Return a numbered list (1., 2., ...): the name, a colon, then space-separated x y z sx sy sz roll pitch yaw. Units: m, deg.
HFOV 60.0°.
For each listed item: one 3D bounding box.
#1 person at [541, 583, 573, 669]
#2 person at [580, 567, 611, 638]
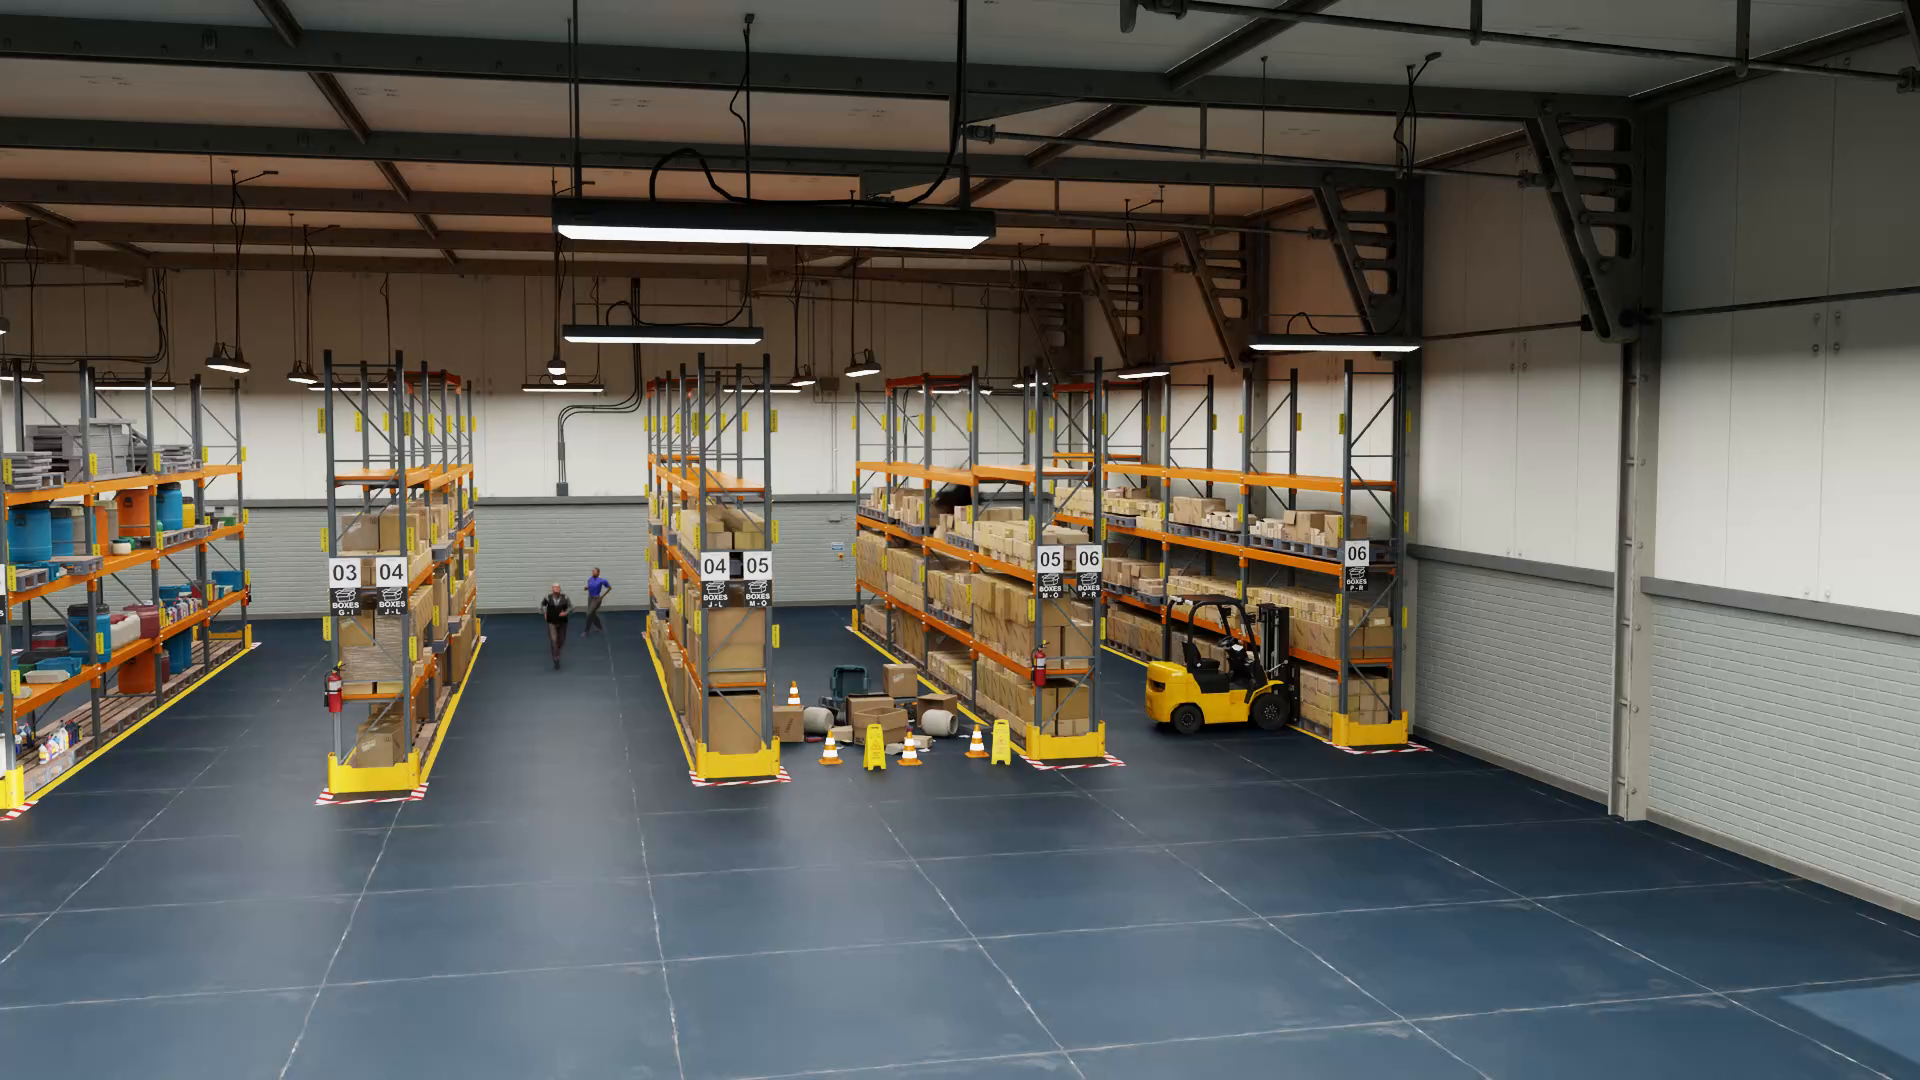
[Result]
1. person: -8.339 1.751 34.499 0.624 1.733 1.095 -2 4 -24
2. person: -8.580 1.474 39.237 0.613 1.659 0.727 3 5 37
